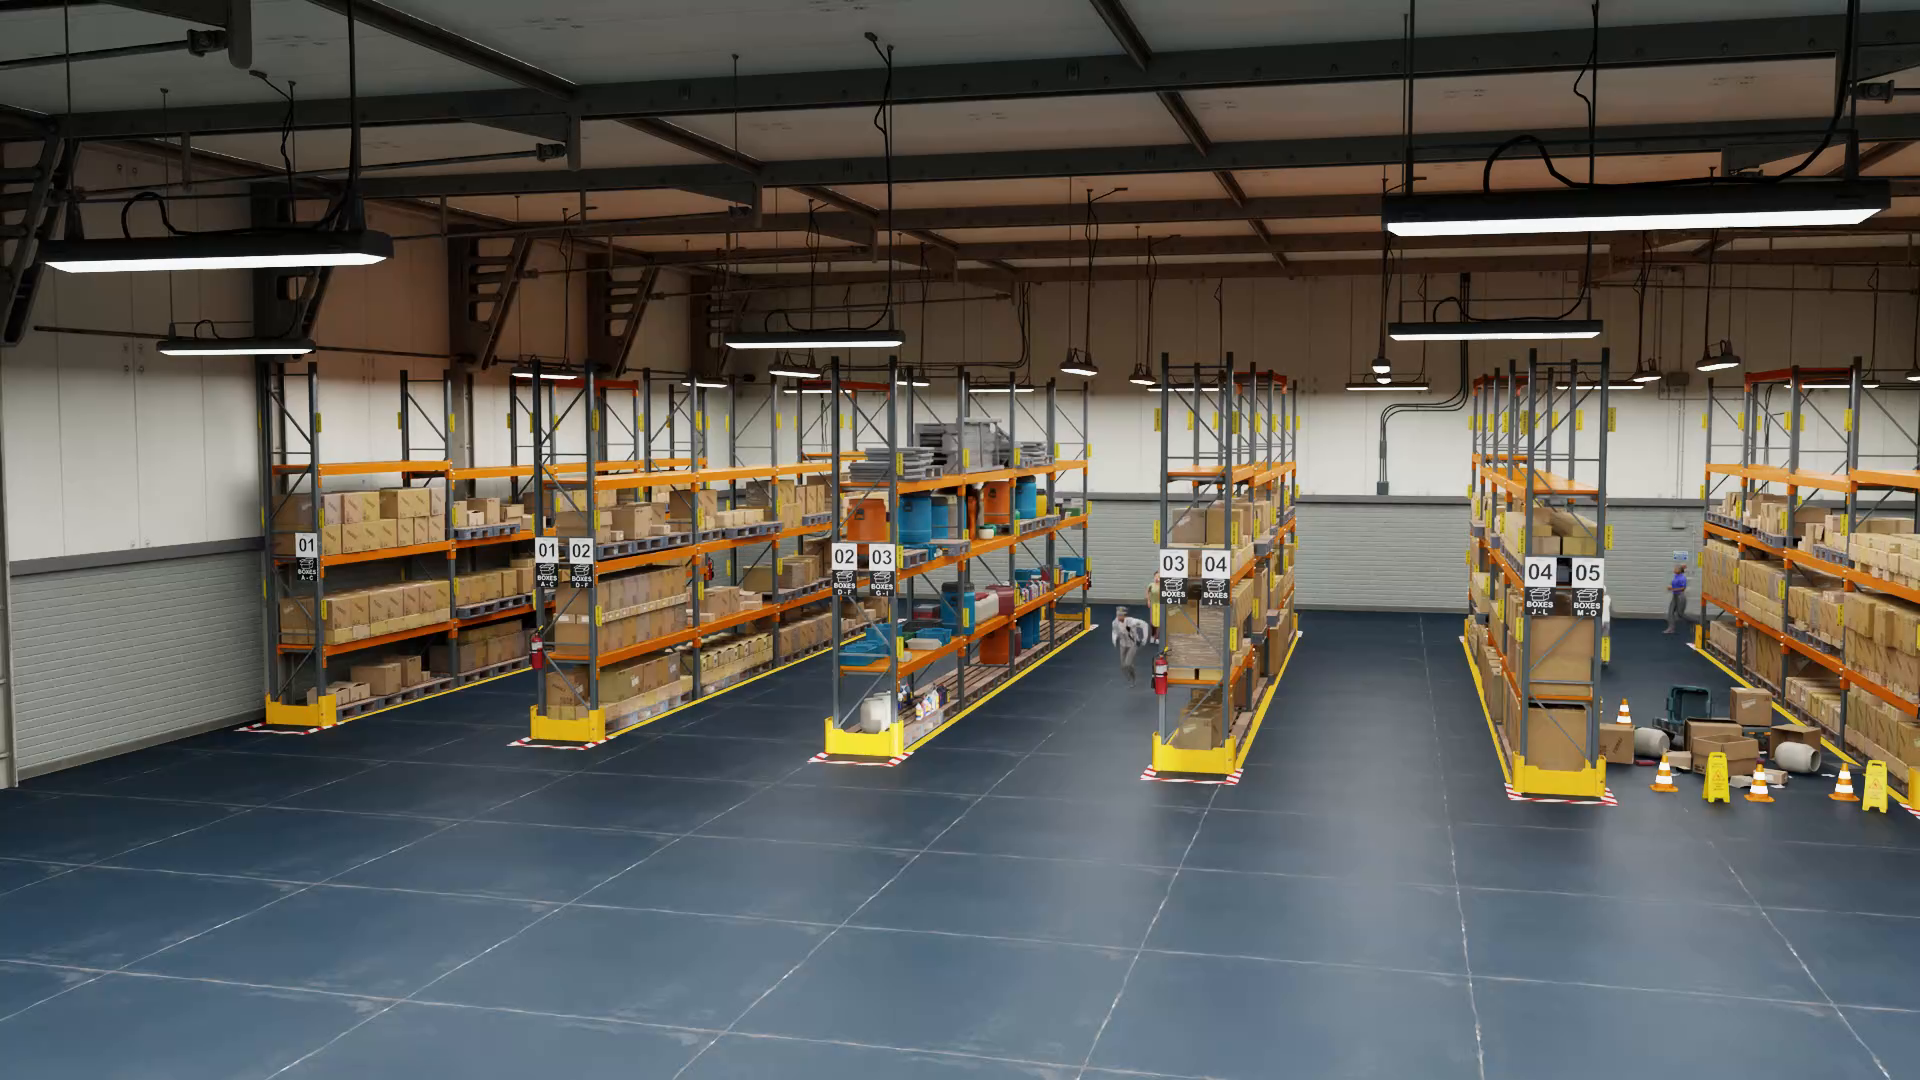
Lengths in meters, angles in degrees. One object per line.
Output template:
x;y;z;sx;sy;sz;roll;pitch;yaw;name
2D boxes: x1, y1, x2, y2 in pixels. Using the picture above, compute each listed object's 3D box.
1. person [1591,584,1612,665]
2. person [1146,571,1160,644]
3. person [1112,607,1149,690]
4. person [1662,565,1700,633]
13.212;1.722;34.368;0.577;1.719;0.940;0;4;4;person
4.481;1.576;37.629;0.578;1.552;0.618;1;4;9;person
2.983;1.915;29.244;0.648;1.513;0.765;2;5;30;person
17.056;1.453;39.369;0.838;1.532;0.541;0;4;1;person
